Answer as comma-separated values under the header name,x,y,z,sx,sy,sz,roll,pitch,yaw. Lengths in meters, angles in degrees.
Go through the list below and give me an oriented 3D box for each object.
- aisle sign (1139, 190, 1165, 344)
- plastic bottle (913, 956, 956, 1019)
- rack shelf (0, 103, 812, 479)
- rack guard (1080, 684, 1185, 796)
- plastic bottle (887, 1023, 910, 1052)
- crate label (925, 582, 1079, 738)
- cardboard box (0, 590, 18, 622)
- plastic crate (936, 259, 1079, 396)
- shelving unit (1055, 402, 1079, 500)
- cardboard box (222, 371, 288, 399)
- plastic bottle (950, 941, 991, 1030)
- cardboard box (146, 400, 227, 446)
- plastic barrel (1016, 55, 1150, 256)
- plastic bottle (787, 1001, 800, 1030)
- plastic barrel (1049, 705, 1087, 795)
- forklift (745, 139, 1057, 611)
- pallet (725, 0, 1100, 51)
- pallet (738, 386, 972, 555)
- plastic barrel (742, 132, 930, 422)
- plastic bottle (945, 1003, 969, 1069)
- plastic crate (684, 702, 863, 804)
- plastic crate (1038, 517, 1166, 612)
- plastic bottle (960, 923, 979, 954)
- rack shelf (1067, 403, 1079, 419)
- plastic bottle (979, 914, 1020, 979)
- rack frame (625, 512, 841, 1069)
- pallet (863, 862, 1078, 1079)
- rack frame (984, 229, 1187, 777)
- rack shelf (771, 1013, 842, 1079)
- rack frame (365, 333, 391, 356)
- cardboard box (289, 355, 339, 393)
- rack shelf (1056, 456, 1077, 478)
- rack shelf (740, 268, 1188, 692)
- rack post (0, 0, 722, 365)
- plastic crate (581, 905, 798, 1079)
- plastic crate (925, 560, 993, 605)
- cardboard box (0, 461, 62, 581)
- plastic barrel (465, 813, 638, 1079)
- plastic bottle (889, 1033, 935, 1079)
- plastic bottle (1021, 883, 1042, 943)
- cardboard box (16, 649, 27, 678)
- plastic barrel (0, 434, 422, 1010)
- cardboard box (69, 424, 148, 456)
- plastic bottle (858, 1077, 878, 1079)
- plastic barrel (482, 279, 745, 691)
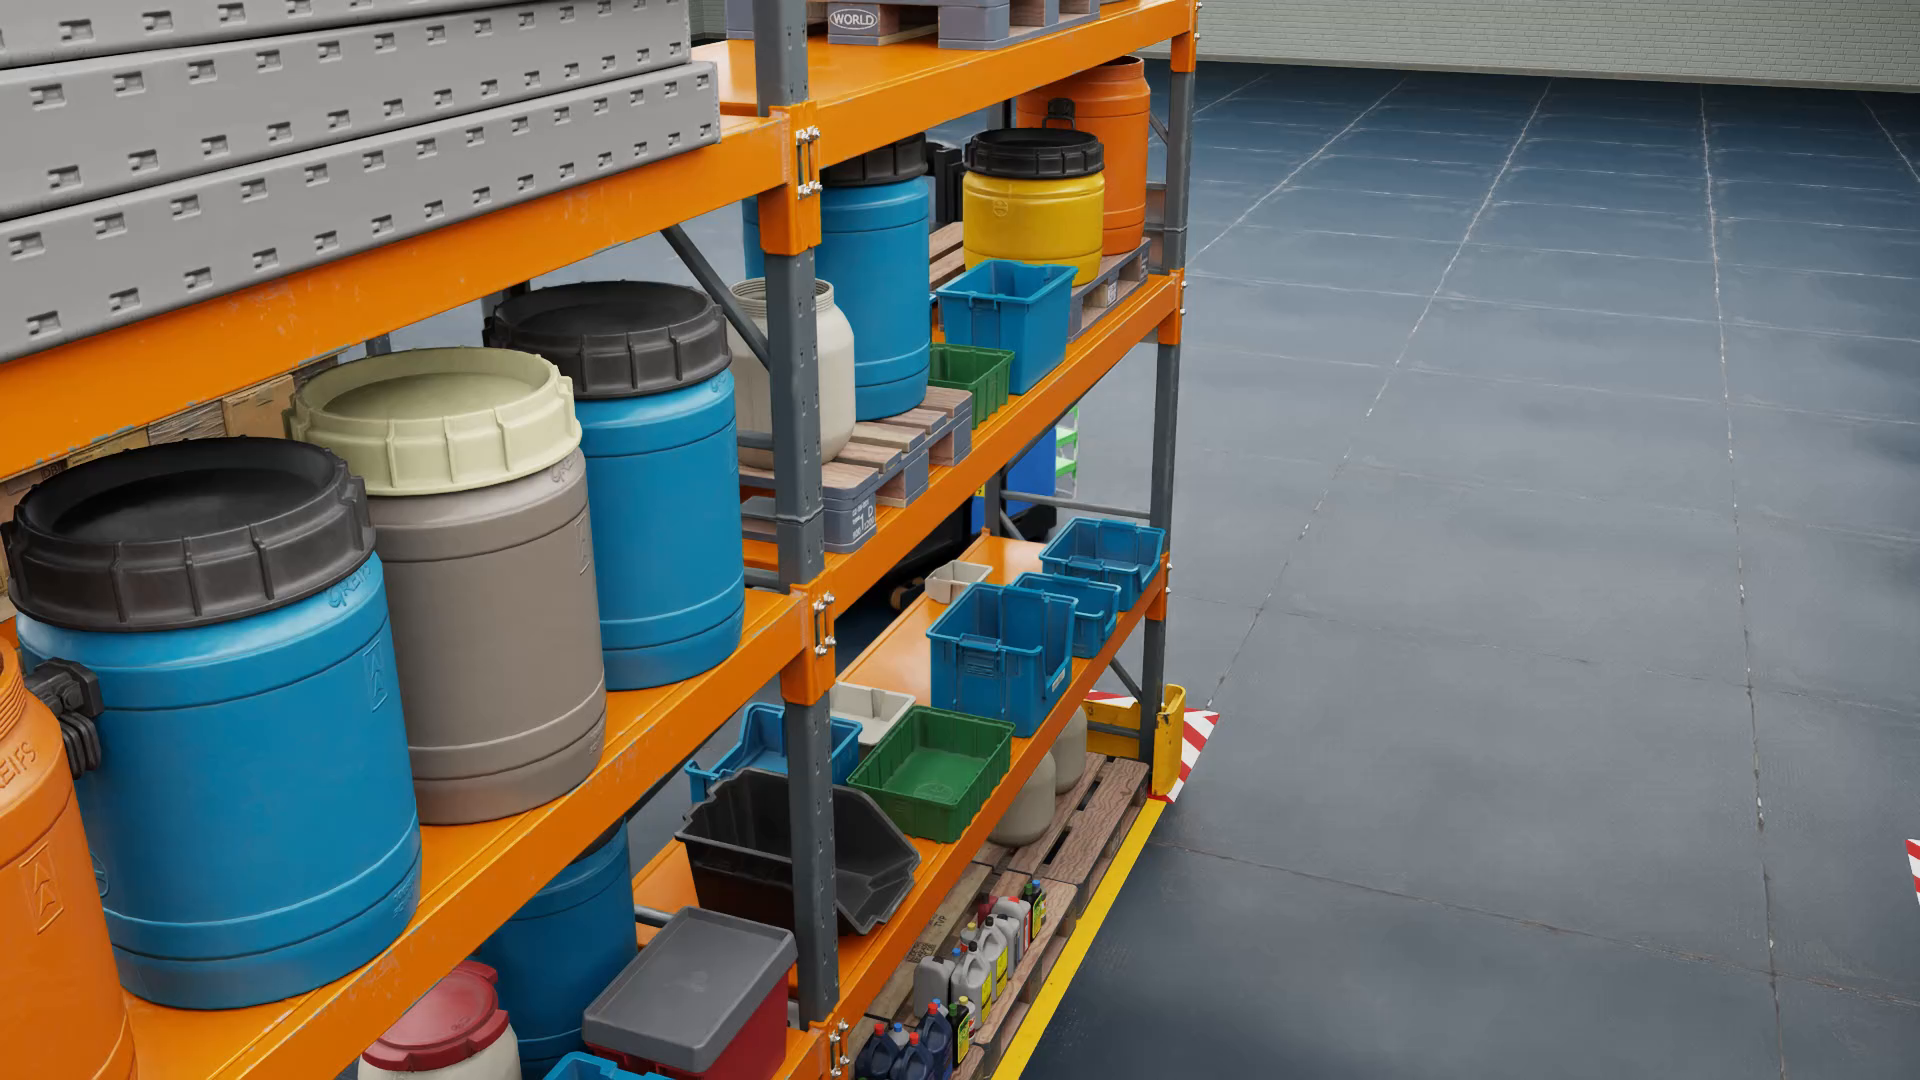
name,x,y,z,sx,sy,sz,roll,pitch,yaw
aisle sign,0.920,-1.361,8.243,0.394,0.787,0.004,9,24,20
plastic bottle,-0.102,1.846,6.902,0.152,0.276,0.135,9,24,20
rack shelf,-1.611,-0.283,2.704,1.077,0.370,4.000,9,24,20
rack guard,0.633,1.009,9.185,1.175,0.500,0.348,9,24,20
plastic bottle,-0.241,2.011,6.514,0.097,0.271,0.097,0,23,0
crate label,0.185,0.503,7.108,0.502,0.435,0.616,9,24,20
cardboard box,-4.721,0.271,8.036,0.380,0.149,0.250,9,24,20
plastic crate,0.189,-0.829,6.473,0.392,0.384,0.575,9,24,20
shelving unit,0.649,-0.785,12.573,0.258,1.200,0.503,17,28,35
cardboard box,-4.136,-1.120,9.227,0.500,0.500,0.500,9,24,20
plastic bottle,0.045,1.823,6.859,0.144,0.351,0.185,9,24,20
cardboard box,-4.511,-0.509,9.061,0.875,0.500,0.500,9,24,20
plastic barrel,0.555,-1.762,7.583,0.600,0.830,0.708,9,24,20
plastic bottle,-0.679,1.979,6.584,0.152,0.276,0.135,9,24,20
plastic barrel,0.444,1.023,8.593,0.421,0.512,0.421,0,23,0
forklift,-0.596,-1.089,11.055,1.130,2.935,3.031,17,28,35
pallet,-0.136,-1.980,6.080,1.003,0.211,1.213,9,24,20
pallet,-0.691,-0.316,5.468,1.213,0.211,1.003,9,24,20
plastic barrel,-0.399,-0.897,5.418,0.600,0.901,0.708,9,24,20
plastic bottle,-0.013,1.954,6.635,0.061,0.283,0.133,10,25,22
plastic crate,-0.709,0.887,6.428,0.499,0.251,0.616,9,24,20
plastic crate,0.709,0.112,8.282,0.499,0.251,0.616,9,24,20
plastic bottle,0.049,1.755,7.217,0.097,0.201,0.097,0,23,0
rack shelf,0.649,-0.948,12.505,0.258,0.148,0.480,17,28,35
plastic bottle,0.172,1.732,7.176,0.152,0.276,0.135,8,24,19
rack frame,-0.868,1.253,5.358,1.000,3.000,0.127,9,24,20
pallet,-0.129,1.868,7.505,1.003,0.211,1.213,9,24,20
rack frame,0.617,-0.178,8.785,1.000,3.000,0.127,9,24,20
rack shelf,-1.611,2.301,3.783,1.077,0.370,4.000,9,24,20
rack frame,-3.981,-0.887,10.482,1.000,3.000,0.127,9,24,20
cardboard box,-4.211,-0.878,9.944,0.875,0.500,0.500,9,24,20
rack shelf,0.649,-0.505,12.690,0.258,0.148,0.480,17,28,35
rack shelf,-0.125,-0.515,6.632,1.077,0.370,4.000,9,24,20
rack post,-1.520,-0.890,2.447,1.013,1.000,3.121,9,24,20
plastic crate,-0.764,1.441,4.826,0.402,0.464,0.583,9,24,20
plastic crate,-0.014,0.218,8.179,0.298,0.136,0.250,9,24,20
cardboard box,-4.932,-0.159,8.222,0.875,0.500,0.500,9,24,20
plastic barrel,-1.293,1.117,5.034,0.600,0.901,0.708,9,24,20
plastic bottle,-0.183,2.043,6.333,0.144,0.351,0.185,9,24,21
plastic bottle,0.316,1.637,7.393,0.061,0.283,0.133,9,24,21
cardboard box,-4.918,0.927,8.837,0.500,0.500,0.500,7,24,15
plastic barrel,-1.342,0.319,3.052,0.600,0.901,0.708,9,24,20
cardboard box,-4.518,-0.764,8.374,0.500,0.500,0.500,9,24,20
plastic bottle,-0.347,2.118,6.242,0.061,0.283,0.133,9,24,20
plastic barrel,-0.856,-0.149,4.173,0.600,0.901,0.708,9,24,20
